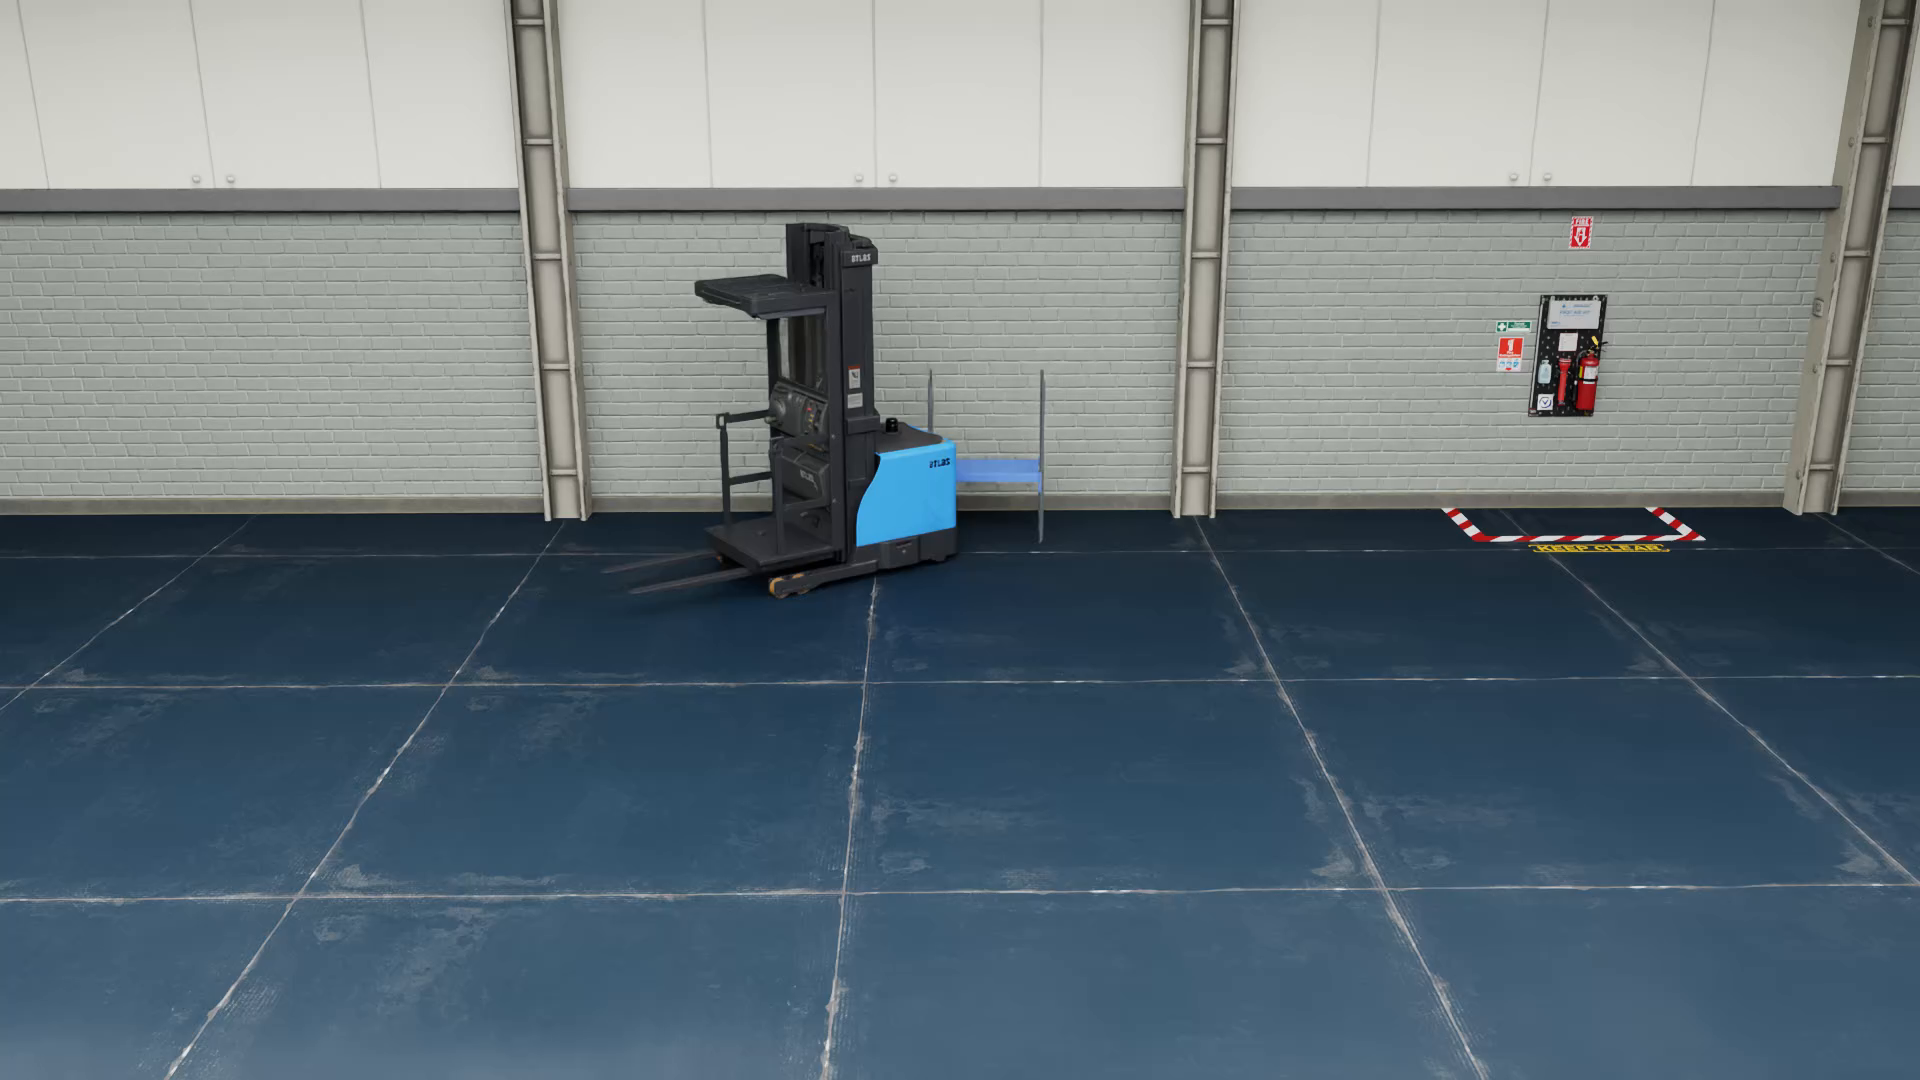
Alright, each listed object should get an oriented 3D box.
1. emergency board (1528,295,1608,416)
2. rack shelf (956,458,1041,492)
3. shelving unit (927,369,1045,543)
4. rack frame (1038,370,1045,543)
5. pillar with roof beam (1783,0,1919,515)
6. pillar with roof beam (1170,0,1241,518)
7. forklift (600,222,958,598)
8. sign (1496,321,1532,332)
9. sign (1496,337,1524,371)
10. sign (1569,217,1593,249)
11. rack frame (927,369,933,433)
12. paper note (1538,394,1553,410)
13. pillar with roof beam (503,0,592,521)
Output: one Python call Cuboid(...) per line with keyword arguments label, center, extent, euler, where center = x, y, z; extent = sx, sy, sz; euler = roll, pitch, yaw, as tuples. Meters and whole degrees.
Cuboid(label="emergency board", center=(5.772, -1.717, 15.691), extent=(0.643, 1.169, 0.194), euler=(0, 18, -1))
Cuboid(label="rack shelf", center=(0.237, -0.600, 15.253), extent=(1.000, 0.185, 0.538), euler=(0, 18, 1))
Cuboid(label="shelving unit", center=(0.237, -0.771, 15.198), extent=(1.048, 1.500, 0.538), euler=(0, 18, 1))
Cuboid(label="rack frame", center=(0.745, -0.768, 15.187), extent=(0.032, 1.500, 0.500), euler=(0, 18, 1))
Cuboid(label="pillar with roof beam", center=(8.312, -3.259, 10.677), extent=(0.400, 9.000, 9.100), euler=(0, 18, -1))
Cuboid(label="pillar with roof beam", center=(2.313, -3.230, 10.586), extent=(0.400, 9.000, 9.100), euler=(0, 18, -1))
Cuboid(label="forklift", center=(-1.530, -1.098, 13.875), extent=(3.031, 2.935, 1.130), euler=(-11, 21, -32))
Cuboid(label="sign", center=(5.223, -2.012, 15.686), extent=(0.331, 0.109, 0.001), euler=(0, 18, -1))
Cuboid(label="sign", center=(5.218, -1.763, 15.775), extent=(0.234, 0.329, 0.001), euler=(0, 18, -1))
Cuboid(label="sign", center=(5.763, -2.851, 15.431), extent=(0.199, 0.298, 0.001), euler=(0, 18, -1))
Cuboid(label="rack frame", center=(-0.271, -0.775, 15.210), extent=(0.032, 1.500, 0.500), euler=(0, 18, 1))
Cuboid(label="paper note", center=(5.594, -1.317, 15.888), extent=(0.142, 0.148, 0.016), euler=(0, 18, -1))
Cuboid(label="pillar with roof beam", center=(-3.687, -3.201, 10.496), extent=(0.400, 9.000, 9.100), euler=(0, 18, -1))
